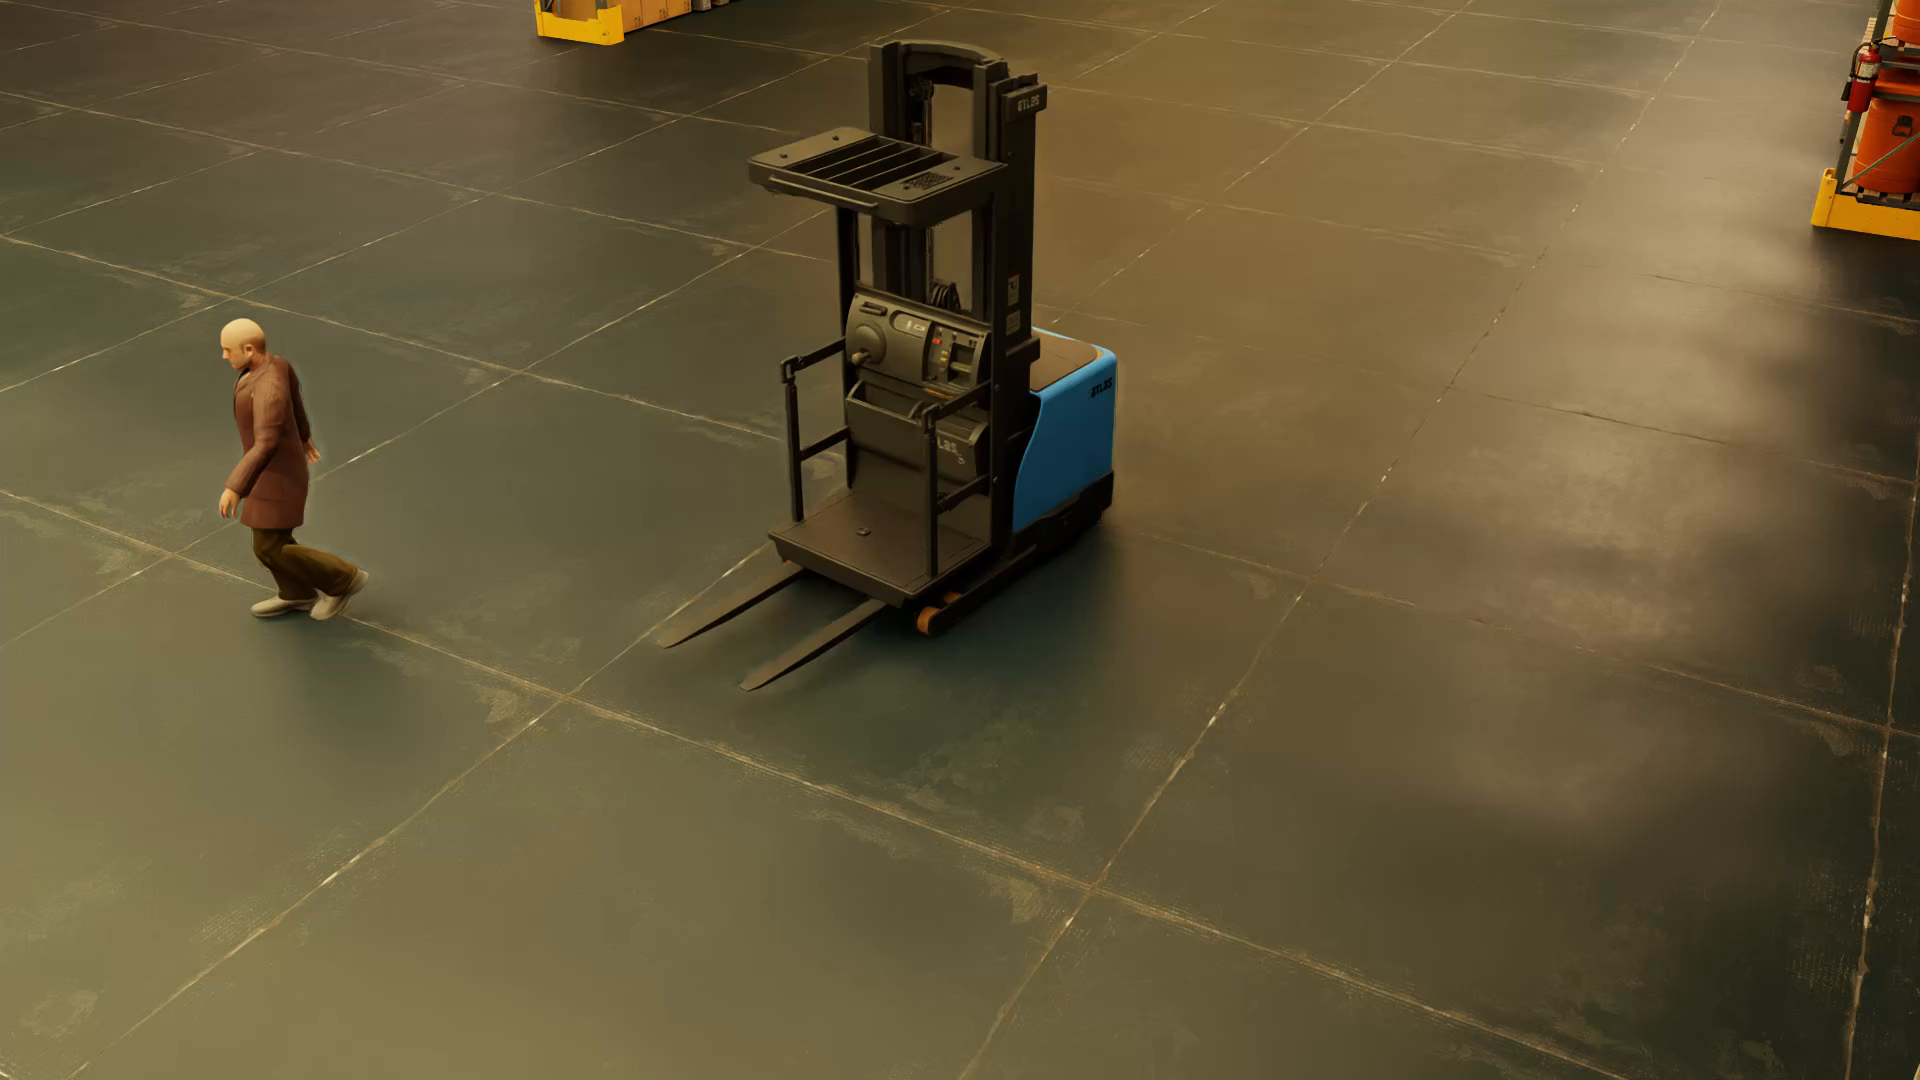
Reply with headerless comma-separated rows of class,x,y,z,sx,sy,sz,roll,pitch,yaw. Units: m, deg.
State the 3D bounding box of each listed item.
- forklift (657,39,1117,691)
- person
forklift,-0.372,-1.023,8.842,1.130,2.935,3.031,22,36,33
person,-3.610,-0.353,8.858,0.641,1.761,0.852,-12,32,-20
